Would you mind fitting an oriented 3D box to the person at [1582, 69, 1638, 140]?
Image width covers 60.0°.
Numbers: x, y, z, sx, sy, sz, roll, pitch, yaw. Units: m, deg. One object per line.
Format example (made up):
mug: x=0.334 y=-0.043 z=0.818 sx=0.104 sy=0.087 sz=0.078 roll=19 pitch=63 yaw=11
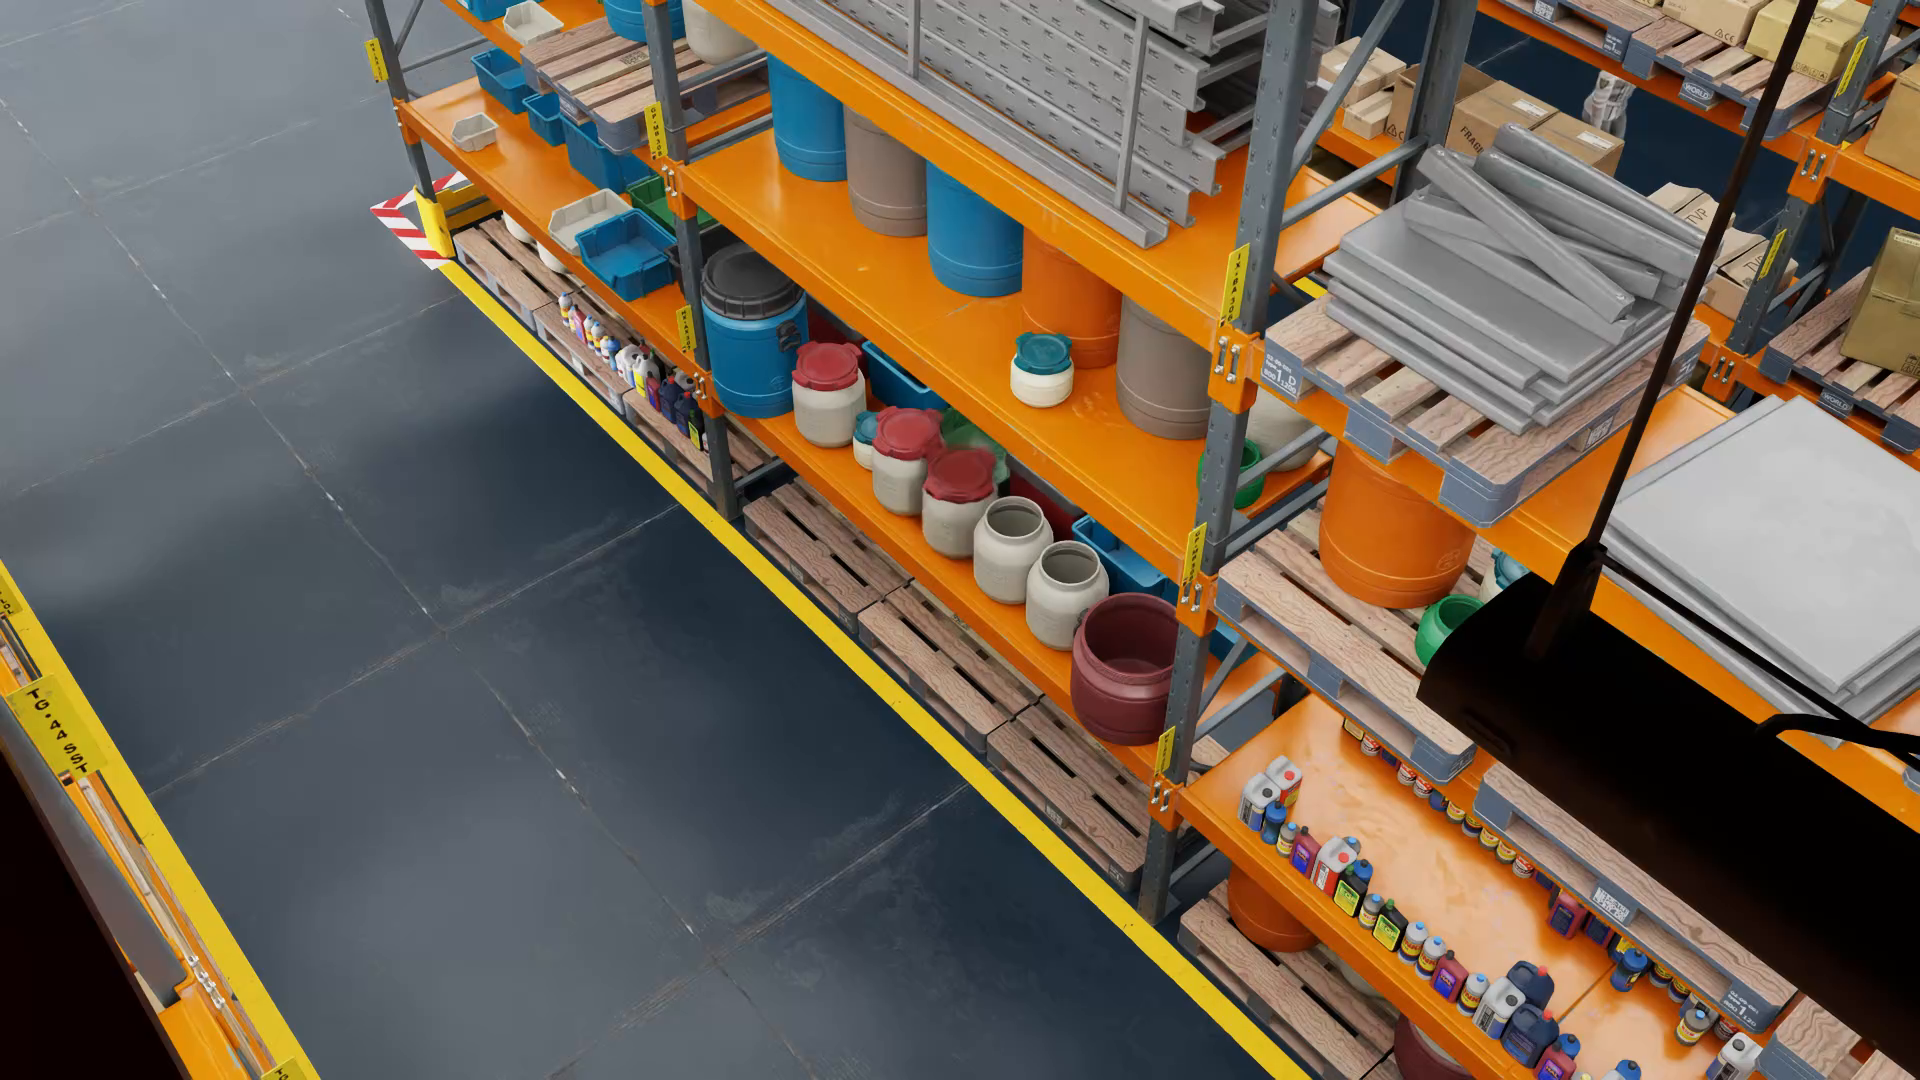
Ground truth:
person: x=5.000 y=-3.355 z=13.007 sx=0.437 sy=1.672 sz=0.520 roll=31 pitch=54 yaw=26
